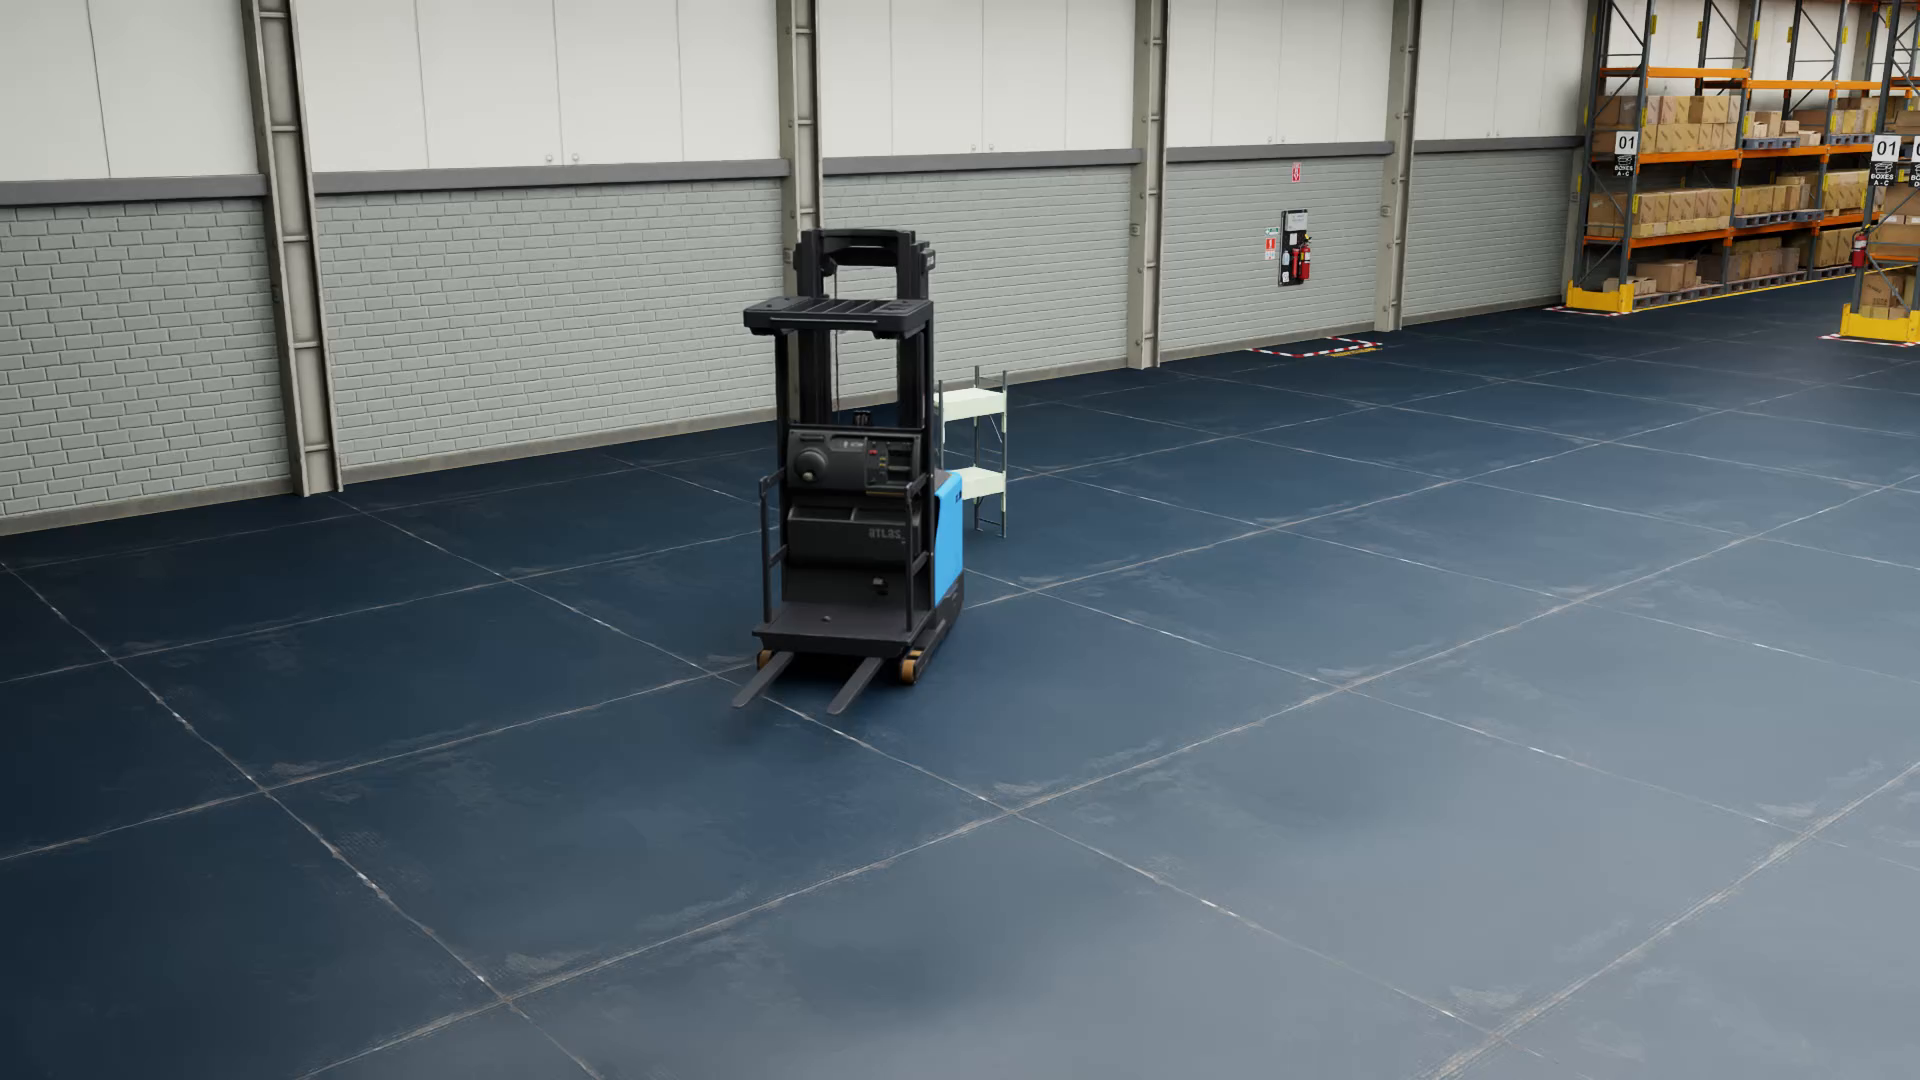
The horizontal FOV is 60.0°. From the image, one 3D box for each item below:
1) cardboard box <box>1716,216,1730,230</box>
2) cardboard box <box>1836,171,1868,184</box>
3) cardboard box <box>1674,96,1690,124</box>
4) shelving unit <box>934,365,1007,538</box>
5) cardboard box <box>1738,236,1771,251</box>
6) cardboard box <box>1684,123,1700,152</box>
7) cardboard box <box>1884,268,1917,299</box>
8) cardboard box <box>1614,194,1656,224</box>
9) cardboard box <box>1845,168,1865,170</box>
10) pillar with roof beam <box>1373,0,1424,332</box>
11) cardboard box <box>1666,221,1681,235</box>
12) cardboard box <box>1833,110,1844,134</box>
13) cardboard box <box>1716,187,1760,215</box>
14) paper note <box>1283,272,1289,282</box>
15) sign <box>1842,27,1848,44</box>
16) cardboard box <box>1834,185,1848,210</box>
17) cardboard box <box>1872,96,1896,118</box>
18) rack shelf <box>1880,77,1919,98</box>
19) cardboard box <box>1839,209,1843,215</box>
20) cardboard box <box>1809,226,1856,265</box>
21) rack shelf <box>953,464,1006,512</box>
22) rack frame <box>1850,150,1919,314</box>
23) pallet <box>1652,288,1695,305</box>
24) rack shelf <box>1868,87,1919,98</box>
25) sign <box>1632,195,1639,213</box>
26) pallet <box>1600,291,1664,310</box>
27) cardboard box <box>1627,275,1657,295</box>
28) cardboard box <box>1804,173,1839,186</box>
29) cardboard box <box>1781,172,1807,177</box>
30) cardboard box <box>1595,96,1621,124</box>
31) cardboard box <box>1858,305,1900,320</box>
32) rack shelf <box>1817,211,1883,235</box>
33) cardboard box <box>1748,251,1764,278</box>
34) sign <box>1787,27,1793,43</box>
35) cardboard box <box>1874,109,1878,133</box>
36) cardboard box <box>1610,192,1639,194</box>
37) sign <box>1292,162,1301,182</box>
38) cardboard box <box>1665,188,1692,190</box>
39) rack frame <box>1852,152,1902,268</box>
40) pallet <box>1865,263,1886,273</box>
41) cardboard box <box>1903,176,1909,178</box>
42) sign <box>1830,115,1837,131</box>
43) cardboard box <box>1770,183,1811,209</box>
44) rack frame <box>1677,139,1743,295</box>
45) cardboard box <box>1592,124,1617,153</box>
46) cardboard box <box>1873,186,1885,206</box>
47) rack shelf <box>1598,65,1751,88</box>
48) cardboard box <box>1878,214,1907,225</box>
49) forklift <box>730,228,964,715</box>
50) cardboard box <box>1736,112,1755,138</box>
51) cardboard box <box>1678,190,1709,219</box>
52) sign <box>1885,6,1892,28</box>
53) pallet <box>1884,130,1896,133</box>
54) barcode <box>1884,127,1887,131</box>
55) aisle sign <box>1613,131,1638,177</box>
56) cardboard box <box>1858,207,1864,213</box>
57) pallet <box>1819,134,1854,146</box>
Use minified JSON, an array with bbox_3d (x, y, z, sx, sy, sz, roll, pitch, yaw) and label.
[{"bbox_3d":[14.610,-6.188,32.357,0.500,0.250,0.500,-13,19,-39],"label":"cardboard box"},{"bbox_3d":[19.458,-7.923,36.337,0.500,0.250,0.500,-13,20,-40],"label":"cardboard box"},{"bbox_3d":[12.991,-7.885,30.475,0.500,0.500,0.500,-12,19,-38],"label":"cardboard box"},{"bbox_3d":[-0.005,-0.723,14.552,0.755,1.500,0.431,-13,19,-39],"label":"shelving unit"},{"bbox_3d":[16.421,-6.131,34.427,0.500,0.250,0.500,-13,20,-40],"label":"cardboard box"},{"bbox_3d":[13.375,-7.496,30.954,0.500,0.500,0.500,-11,19,-36],"label":"cardboard box"},{"bbox_3d":[15.959,-4.307,28.122,0.500,0.500,0.500,-13,19,-39],"label":"cardboard box"},{"bbox_3d":[12.308,-6.035,30.328,0.500,0.500,0.500,-13,19,-39],"label":"cardboard box"},{"bbox_3d":[20.285,-8.282,37.682,0.500,0.250,0.500,-12,19,-38],"label":"cardboard box"},{"bbox_3d":[10.010,-7.044,23.682,0.400,9.000,9.100,-13,19,-39],"label":"pillar with roof beam"},{"bbox_3d":[13.098,-5.847,31.078,0.500,0.250,0.500,-13,20,-40],"label":"cardboard box"},{"bbox_3d":[18.479,-8.971,35.665,0.500,0.500,0.700,-14,20,-42],"label":"cardboard box"},{"bbox_3d":[15.601,-6.824,33.439,0.500,0.500,0.700,-10,18,-34],"label":"cardboard box"},{"bbox_3d":[5.116,-4.130,26.106,0.142,0.148,0.016,-13,19,-39],"label":"paper note"},{"bbox_3d":[18.149,-10.352,34.104,0.005,0.325,0.100,-13,19,-39],"label":"sign"},{"bbox_3d":[18.721,-7.389,35.791,0.500,0.500,0.500,-12,19,-38],"label":"cardboard box"},{"bbox_3d":[21.177,-9.900,38.016,0.500,0.500,0.500,-13,20,-40],"label":"cardboard box"},{"bbox_3d":[16.514,-7.445,27.355,4.000,0.370,1.077,-13,19,-39],"label":"rack shelf"},{"bbox_3d":[18.937,-7.149,36.149,0.250,0.149,0.380,-12,19,-38],"label":"cardboard box"},{"bbox_3d":[19.091,-6.478,36.543,0.750,0.750,0.750,-13,20,-40],"label":"cardboard box"},{"bbox_3d":[-0.005,-0.408,14.636,0.720,0.370,0.431,-13,19,-39],"label":"rack shelf"},{"bbox_3d":[15.005,-4.749,26.716,0.127,3.000,1.000,-13,19,-39],"label":"rack frame"},{"bbox_3d":[13.364,-4.715,31.992,1.213,0.211,1.003,-13,19,-39],"label":"pallet"},{"bbox_3d":[22.312,-10.442,38.574,4.000,0.370,1.077,-13,19,-39],"label":"rack shelf"},{"bbox_3d":[12.107,-6.025,29.817,0.005,0.325,0.100,-13,19,-39],"label":"sign"},{"bbox_3d":[12.444,-4.509,31.222,1.213,0.211,1.003,-13,19,-39],"label":"pallet"},{"bbox_3d":[12.761,-4.823,31.349,0.500,0.311,0.500,-11,18,-35],"label":"cardboard box"},{"bbox_3d":[18.319,-7.664,35.366,0.500,0.250,0.500,-12,19,-38],"label":"cardboard box"},{"bbox_3d":[17.957,-7.759,35.724,0.500,0.250,0.500,-12,19,-38],"label":"cardboard box"},{"bbox_3d":[11.904,-7.827,30.257,0.500,0.500,0.500,-12,19,-37],"label":"cardboard box"},{"bbox_3d":[15.216,-3.772,27.573,0.500,0.250,0.500,-13,19,-39],"label":"cardboard box"},{"bbox_3d":[19.294,-7.059,36.759,4.000,0.370,1.077,-13,19,-39],"label":"rack shelf"},{"bbox_3d":[16.081,-5.699,34.264,0.500,0.500,0.700,-12,19,-39],"label":"cardboard box"},{"bbox_3d":[17.418,-10.602,34.885,0.005,0.325,0.100,-13,19,-39],"label":"sign"},{"bbox_3d":[20.067,-9.328,37.000,0.500,0.500,0.700,-14,20,-42],"label":"cardboard box"},{"bbox_3d":[12.353,-6.217,31.010,0.500,0.500,0.500,-12,19,-39],"label":"cardboard box"},{"bbox_3d":[5.224,-5.710,25.823,0.199,0.298,0.001,-13,19,-39],"label":"sign"},{"bbox_3d":[13.884,-6.564,32.310,0.500,0.500,0.500,-13,20,-40],"label":"cardboard box"},{"bbox_3d":[20.803,-7.746,37.935,0.127,3.000,1.000,-13,19,-39],"label":"rack frame"},{"bbox_3d":[20.270,-6.253,37.751,1.213,0.211,1.003,-13,19,-39],"label":"pallet"},{"bbox_3d":[21.777,-8.102,38.687,0.700,0.700,0.980,-13,20,-41],"label":"cardboard box"},{"bbox_3d":[18.140,-8.661,34.548,0.005,0.325,0.100,-13,19,-39],"label":"sign"},{"bbox_3d":[17.437,-7.247,35.023,0.700,0.500,0.500,13,20,40],"label":"cardboard box"},{"bbox_3d":[14.768,-6.390,32.861,0.127,3.000,1.000,-13,19,-39],"label":"rack frame"},{"bbox_3d":[11.899,-7.340,30.371,0.500,0.500,0.500,-11,18,-35],"label":"cardboard box"},{"bbox_3d":[20.242,-7.732,37.074,0.500,0.500,0.500,-12,19,-39],"label":"cardboard box"},{"bbox_3d":[13.259,-8.601,30.912,4.000,0.370,1.077,-13,19,-39],"label":"rack shelf"},{"bbox_3d":[15.168,-5.213,27.001,0.250,0.149,0.380,-13,20,-40],"label":"cardboard box"},{"bbox_3d":[-0.766,-0.555,11.150,1.130,2.935,3.031,3,15,11],"label":"forklift"},{"bbox_3d":[15.233,-8.168,32.696,0.500,0.500,0.500,-9,18,-32],"label":"cardboard box"},{"bbox_3d":[13.855,-6.381,31.624,0.500,0.500,0.500,-13,20,-41],"label":"cardboard box"},{"bbox_3d":[14.660,-8.245,26.216,0.005,0.325,0.100,-13,19,-39],"label":"sign"},{"bbox_3d":[21.427,-9.288,38.071,1.213,0.211,1.003,-13,19,-39],"label":"pallet"},{"bbox_3d":[14.916,-6.624,26.797,0.075,0.075,0.001,-13,19,-39],"label":"barcode"},{"bbox_3d":[11.893,-6.898,29.725,0.004,0.787,0.394,-13,19,-39],"label":"aisle sign"},{"bbox_3d":[19.747,-7.315,36.770,0.250,0.149,0.380,-13,20,-41],"label":"cardboard box"},{"bbox_3d":[18.236,-8.545,35.482,1.003,0.211,1.213,-12,19,-37],"label":"pallet"}]
